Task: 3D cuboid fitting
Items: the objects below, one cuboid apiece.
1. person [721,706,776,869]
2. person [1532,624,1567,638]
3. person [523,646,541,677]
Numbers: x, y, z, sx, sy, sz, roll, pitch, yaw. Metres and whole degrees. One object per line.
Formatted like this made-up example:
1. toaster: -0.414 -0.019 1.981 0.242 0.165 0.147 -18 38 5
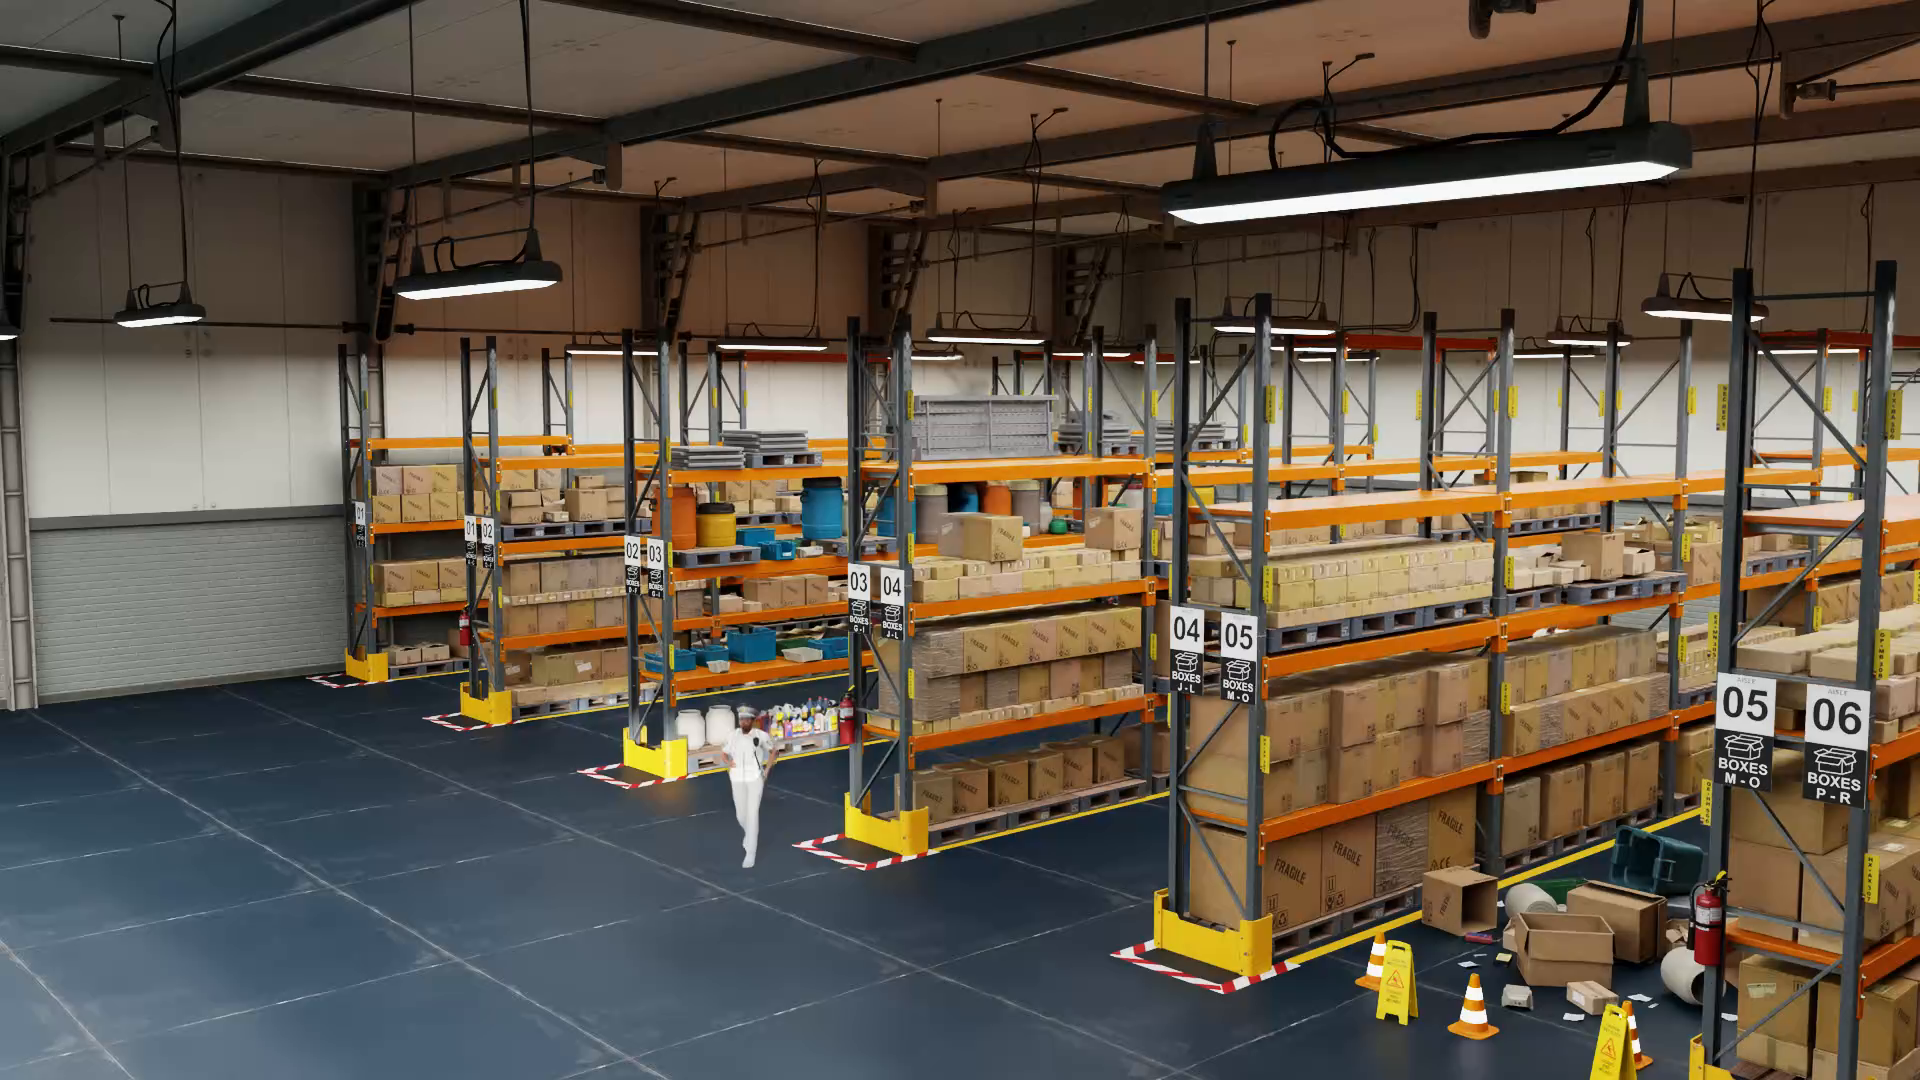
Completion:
1. person: -2.355 2.674 18.381 0.587 1.725 0.828 1 5 10
2. person: 8.924 2.030 25.157 0.701 1.710 1.034 4 7 39
3. person: -7.341 1.717 28.856 0.694 1.780 0.841 4 6 37
